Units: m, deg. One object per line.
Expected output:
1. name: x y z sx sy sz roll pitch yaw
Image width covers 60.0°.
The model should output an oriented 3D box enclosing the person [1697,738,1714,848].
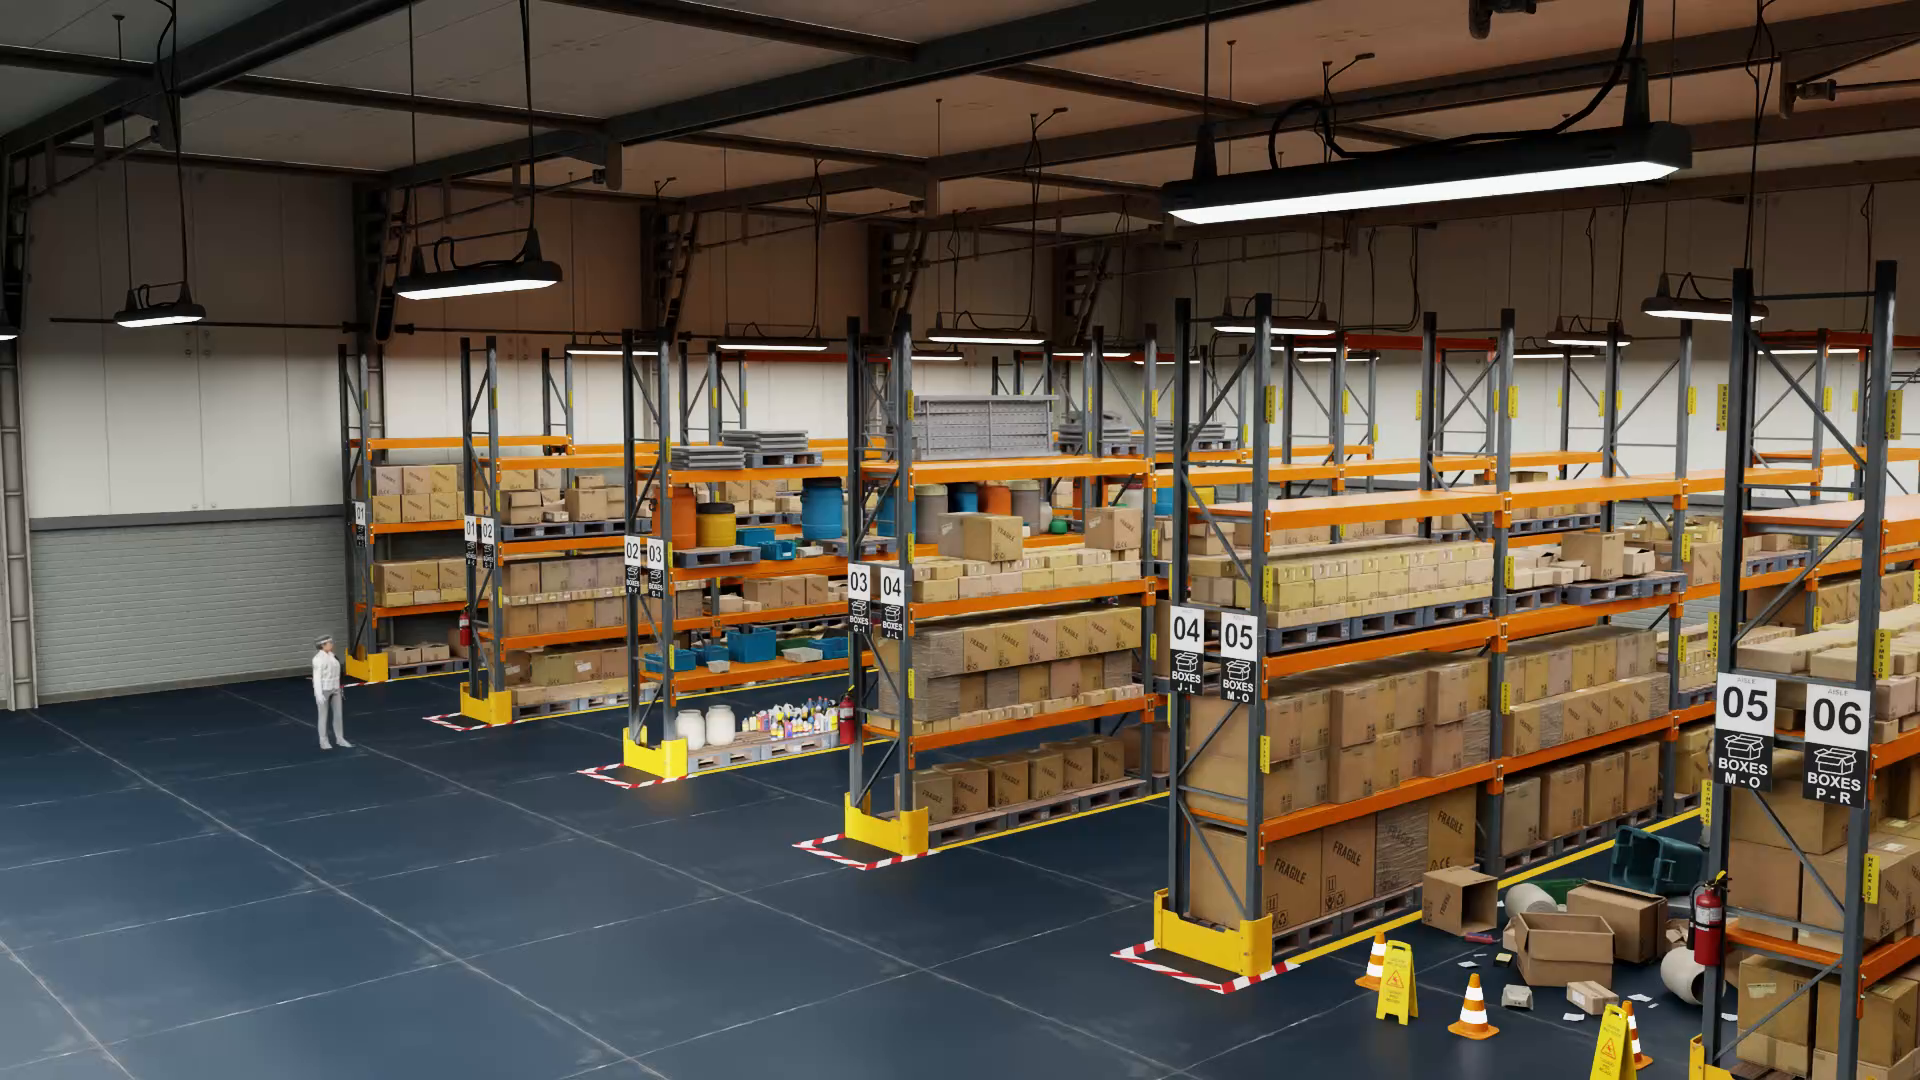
1. person: 8.686 2.670 18.820 0.574 1.671 0.431 -1 5 -9

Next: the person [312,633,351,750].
1. person: -9.119 2.182 24.029 0.383 1.693 0.536 3 6 30

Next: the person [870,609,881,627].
1. person: -1.675 1.300 34.457 0.860 1.550 0.388 -4 7 -38
